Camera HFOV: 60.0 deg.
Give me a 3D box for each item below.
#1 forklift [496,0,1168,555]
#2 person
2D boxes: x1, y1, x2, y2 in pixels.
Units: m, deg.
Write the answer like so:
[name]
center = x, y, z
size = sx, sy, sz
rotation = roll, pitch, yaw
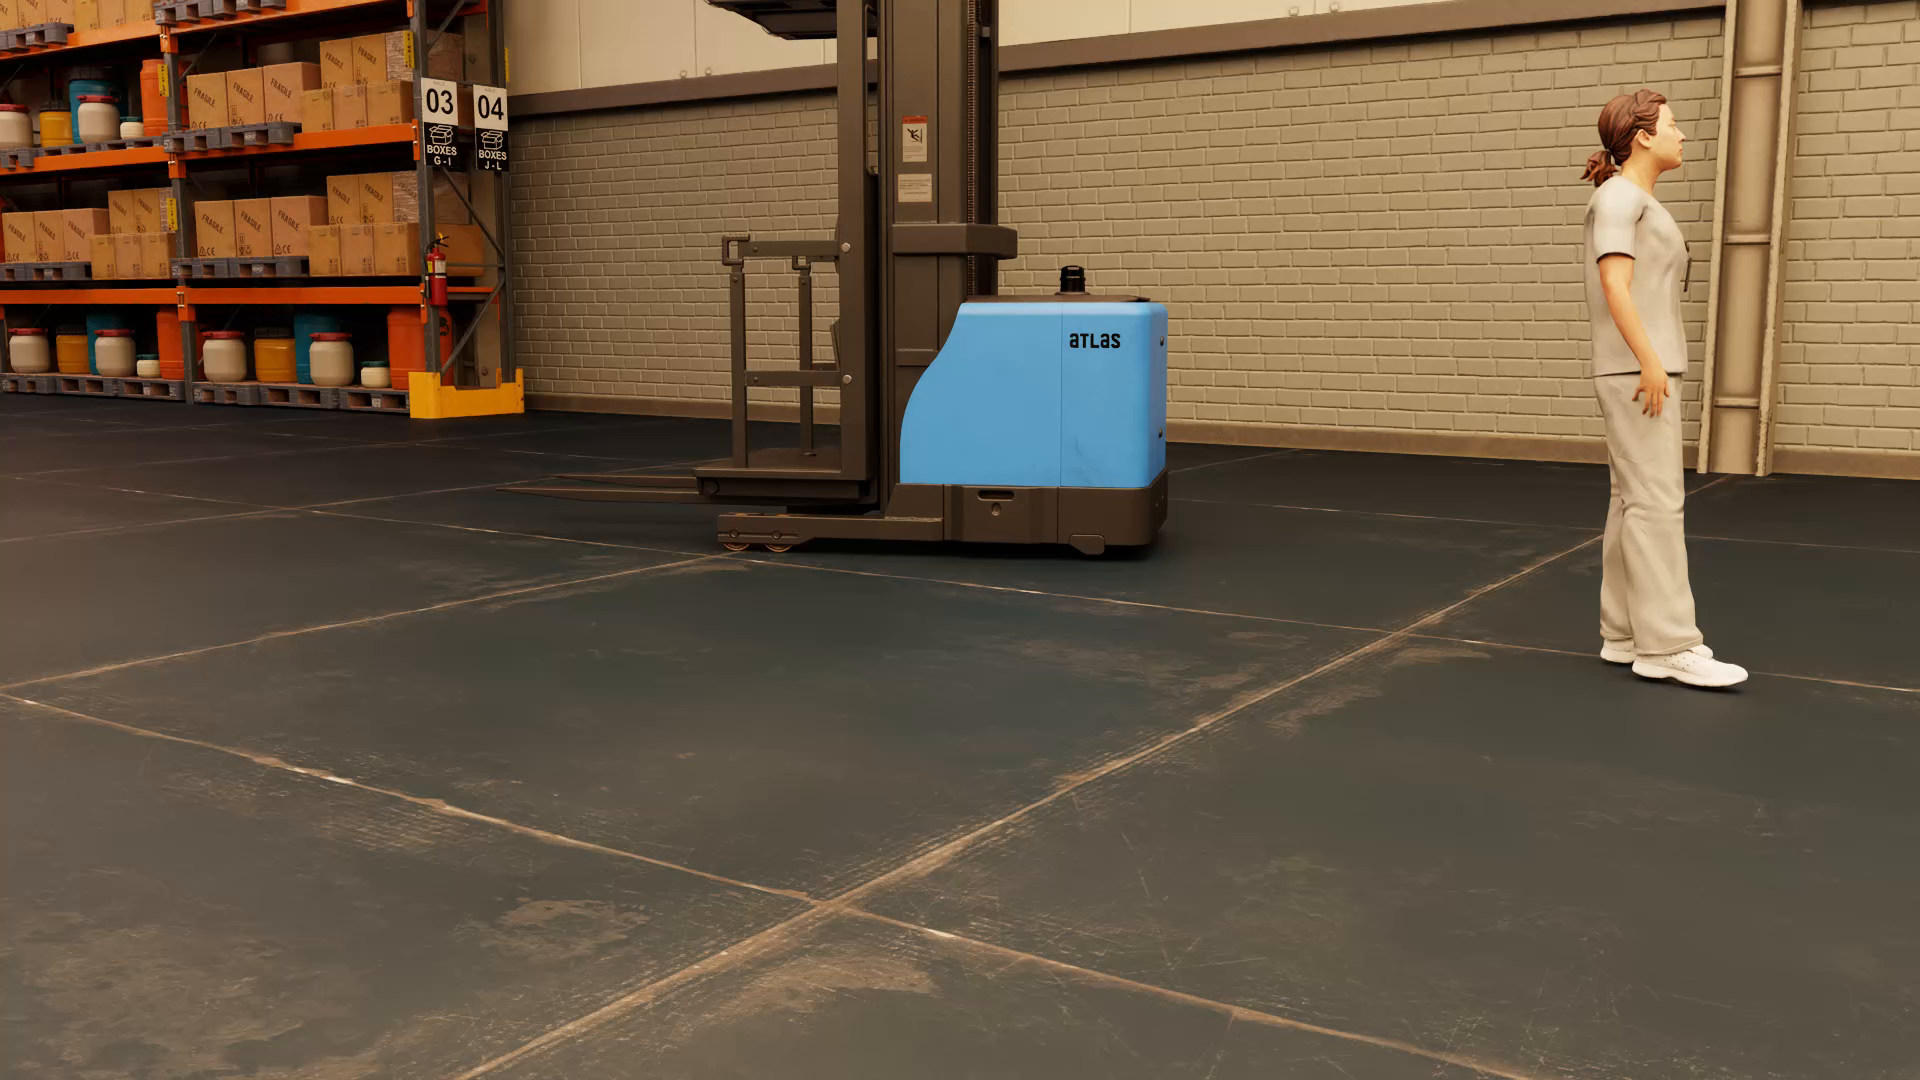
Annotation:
[forklift]
center = -0.596, -1.469, 7.520
size = 3.031, 2.935, 1.130
rotation = 2, 8, 12
[person]
center = 2.051, -0.459, 4.829
size = 0.550, 1.676, 0.550
rotation = 4, 9, 28
